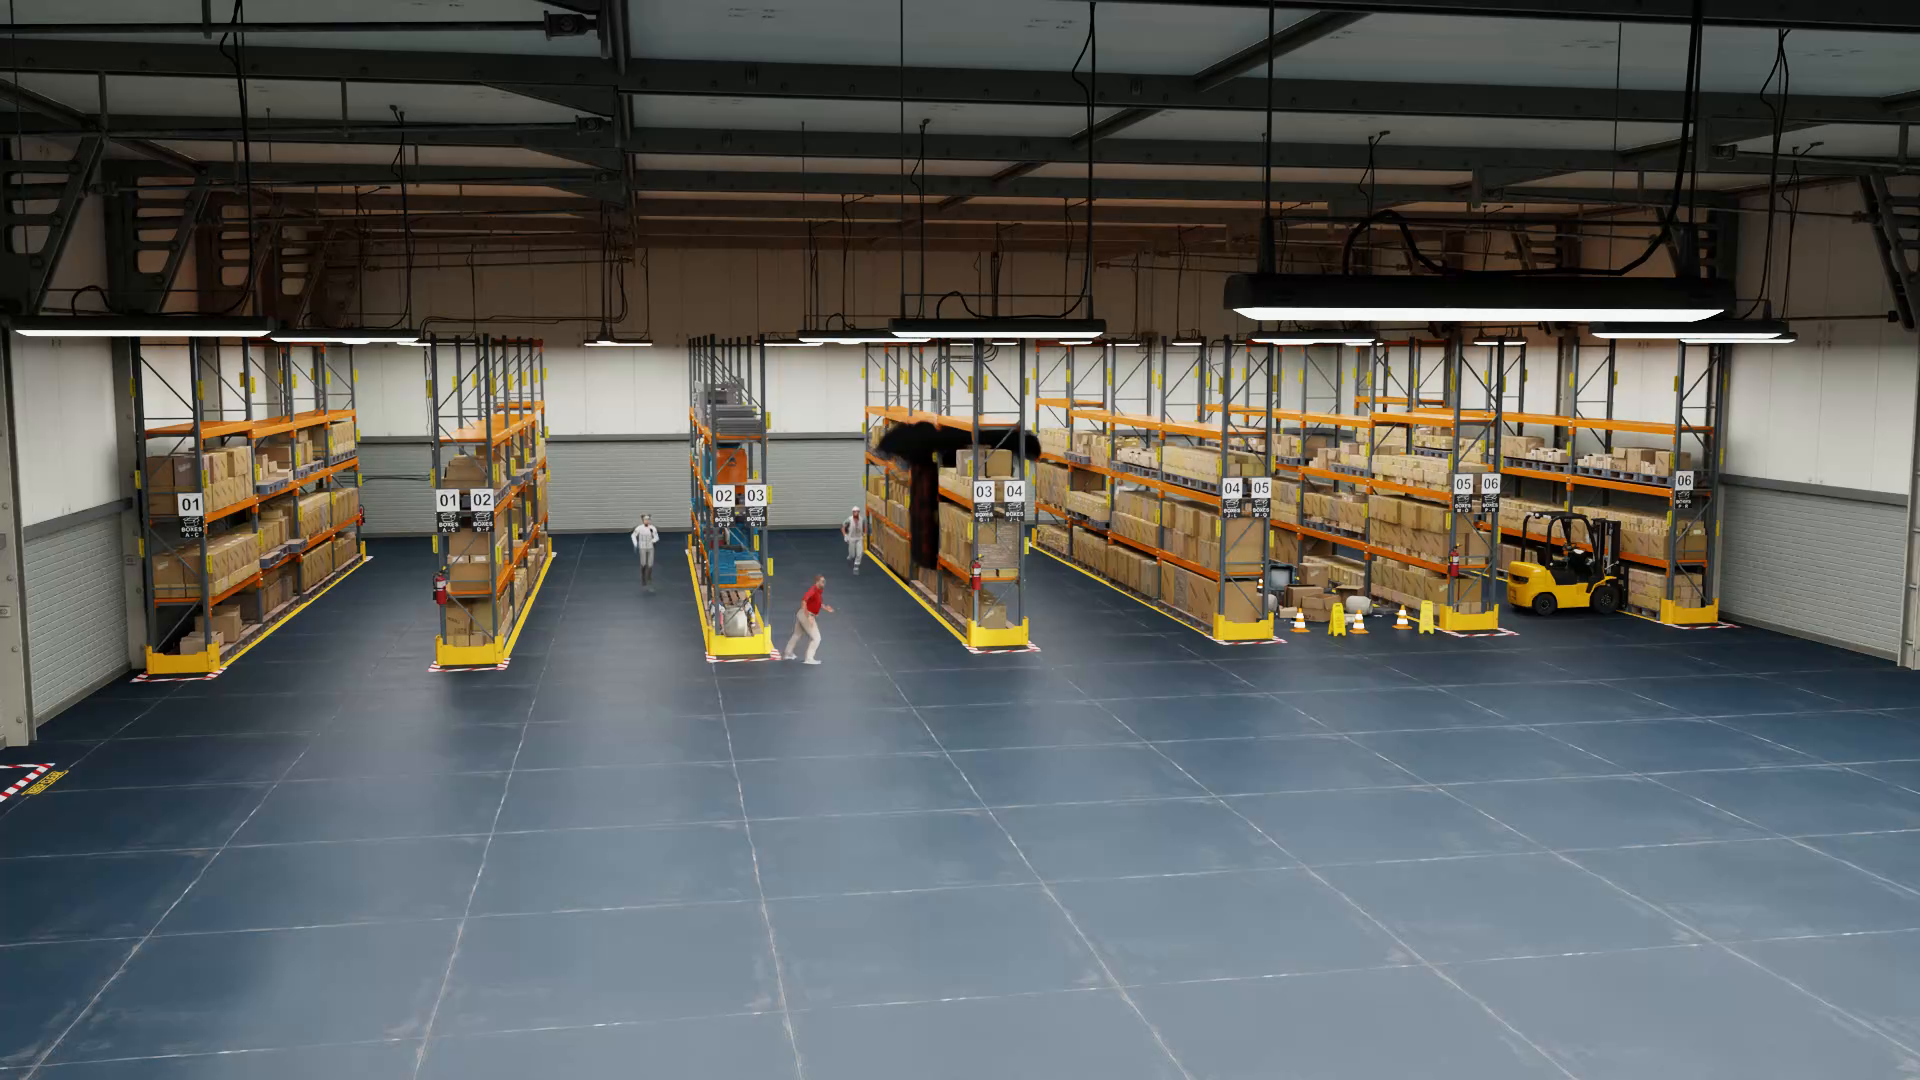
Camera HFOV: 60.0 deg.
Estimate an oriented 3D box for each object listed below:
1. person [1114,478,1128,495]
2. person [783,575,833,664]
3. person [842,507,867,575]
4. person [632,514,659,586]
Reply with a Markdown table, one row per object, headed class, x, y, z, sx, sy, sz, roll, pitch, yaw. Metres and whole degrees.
| class | x | y | z | sx | sy | sz | roll | pitch | yaw |
| --- | --- | --- | --- | --- | --- | --- | --- | --- | --- |
| person | 5.013 | -1.082 | 51.629 | 0.912 | 1.754 | 0.670 | -4 | 8 | -34 |
| person | -2.762 | 1.445 | 30.399 | 0.900 | 1.653 | 0.730 | -1 | 7 | -9 |
| person | -2.692 | -0.002 | 42.596 | 0.675 | 1.734 | 0.676 | -2 | 7 | -19 |
| person | -7.273 | 0.233 | 38.517 | 0.609 | 1.700 | 0.618 | -2 | 7 | -15 |
